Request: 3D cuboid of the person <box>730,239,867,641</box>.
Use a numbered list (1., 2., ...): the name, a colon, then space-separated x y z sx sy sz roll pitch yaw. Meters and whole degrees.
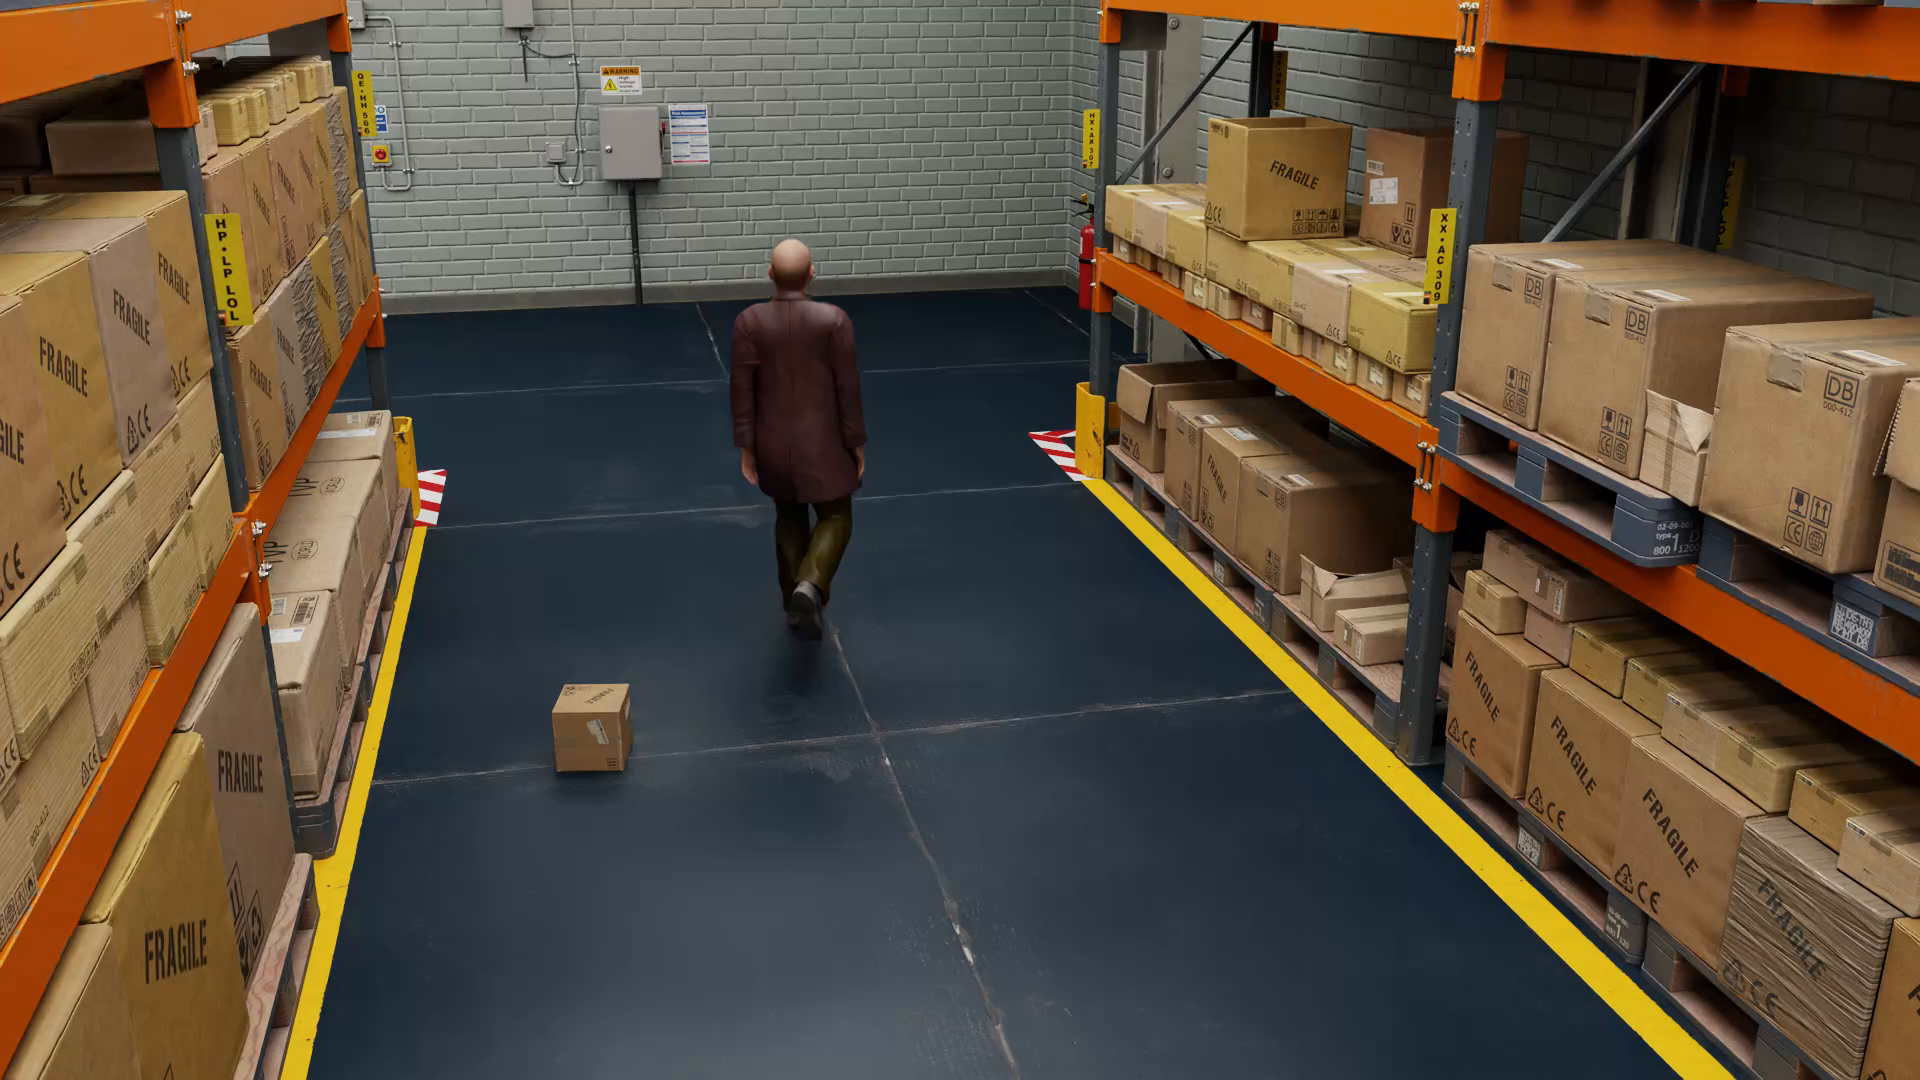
1. person: -0.700 -0.417 7.230 0.590 1.758 0.832 3 20 8
